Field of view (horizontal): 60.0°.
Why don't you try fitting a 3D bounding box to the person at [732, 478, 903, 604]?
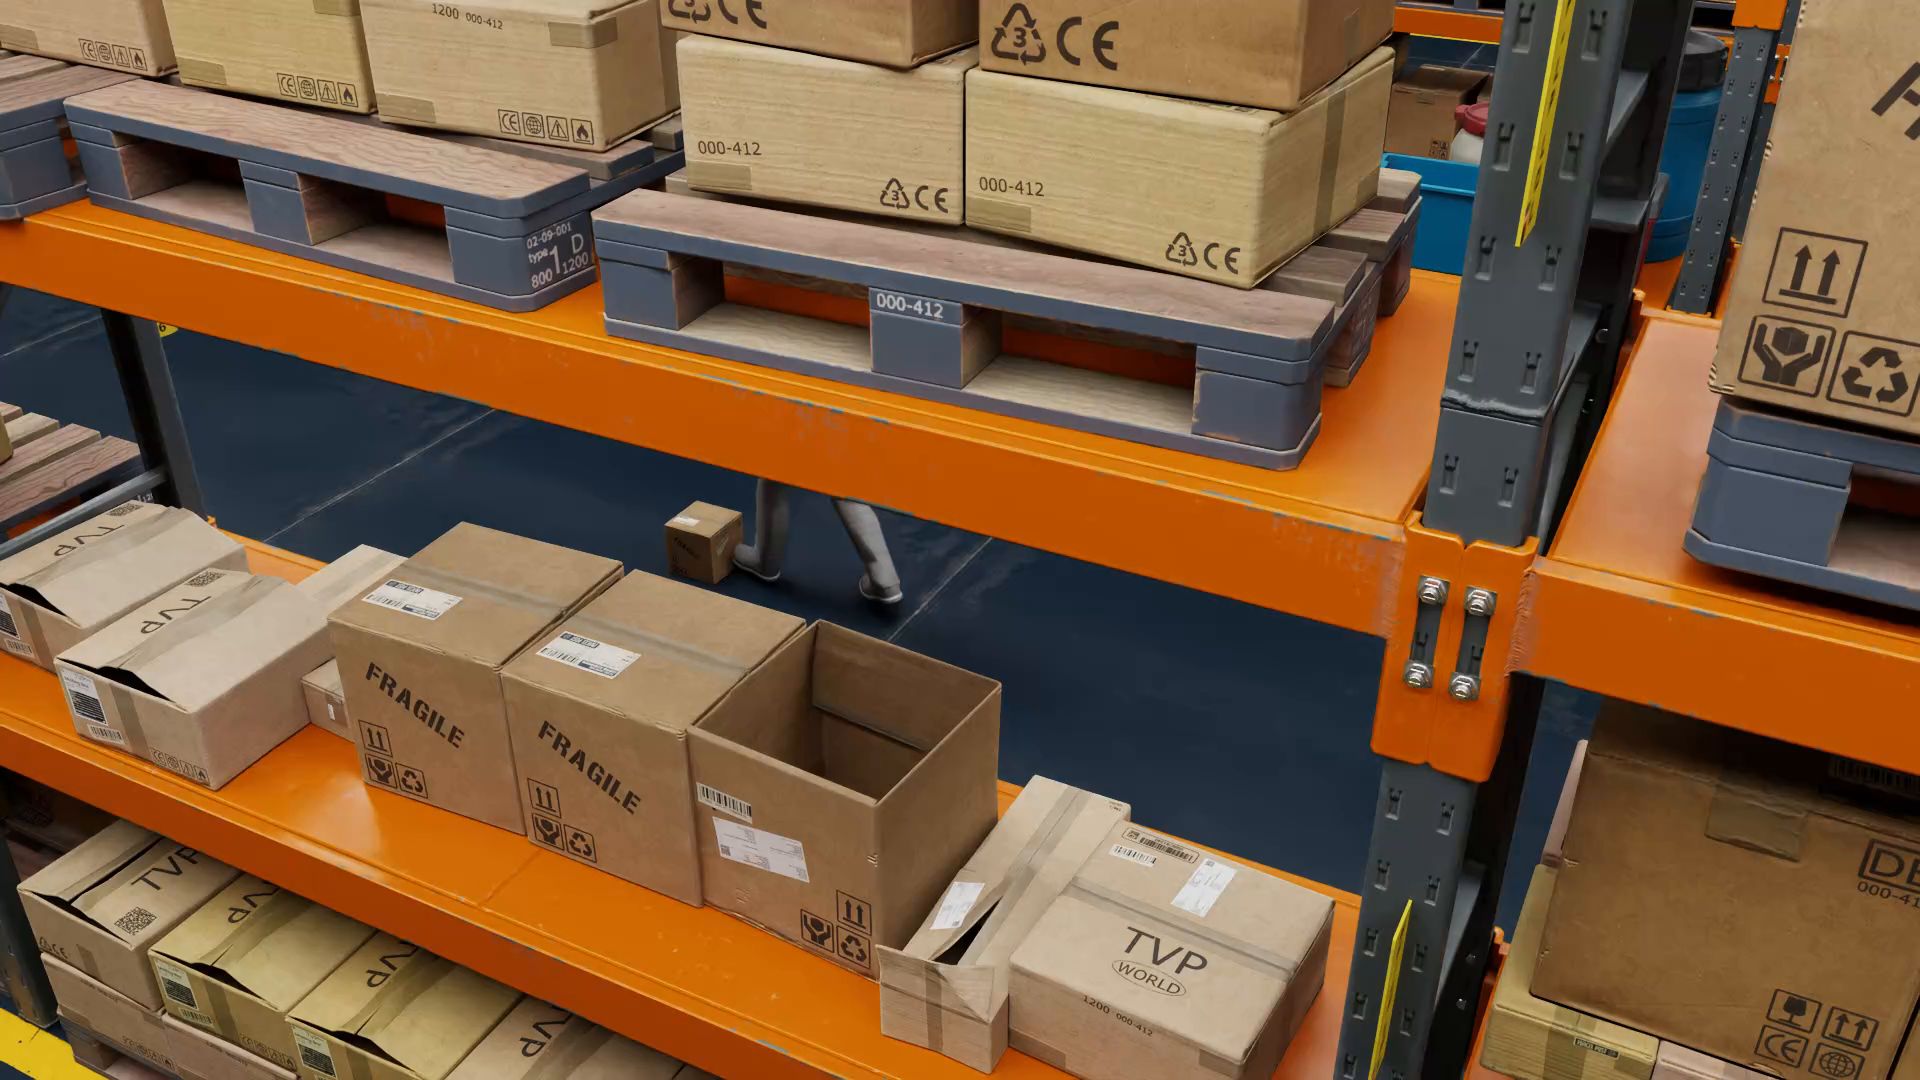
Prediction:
[{"bbox_3d":[-0.638,-0.497,6.970,0.450,1.630,0.910,-26,39,-37],"label":"person"}]
